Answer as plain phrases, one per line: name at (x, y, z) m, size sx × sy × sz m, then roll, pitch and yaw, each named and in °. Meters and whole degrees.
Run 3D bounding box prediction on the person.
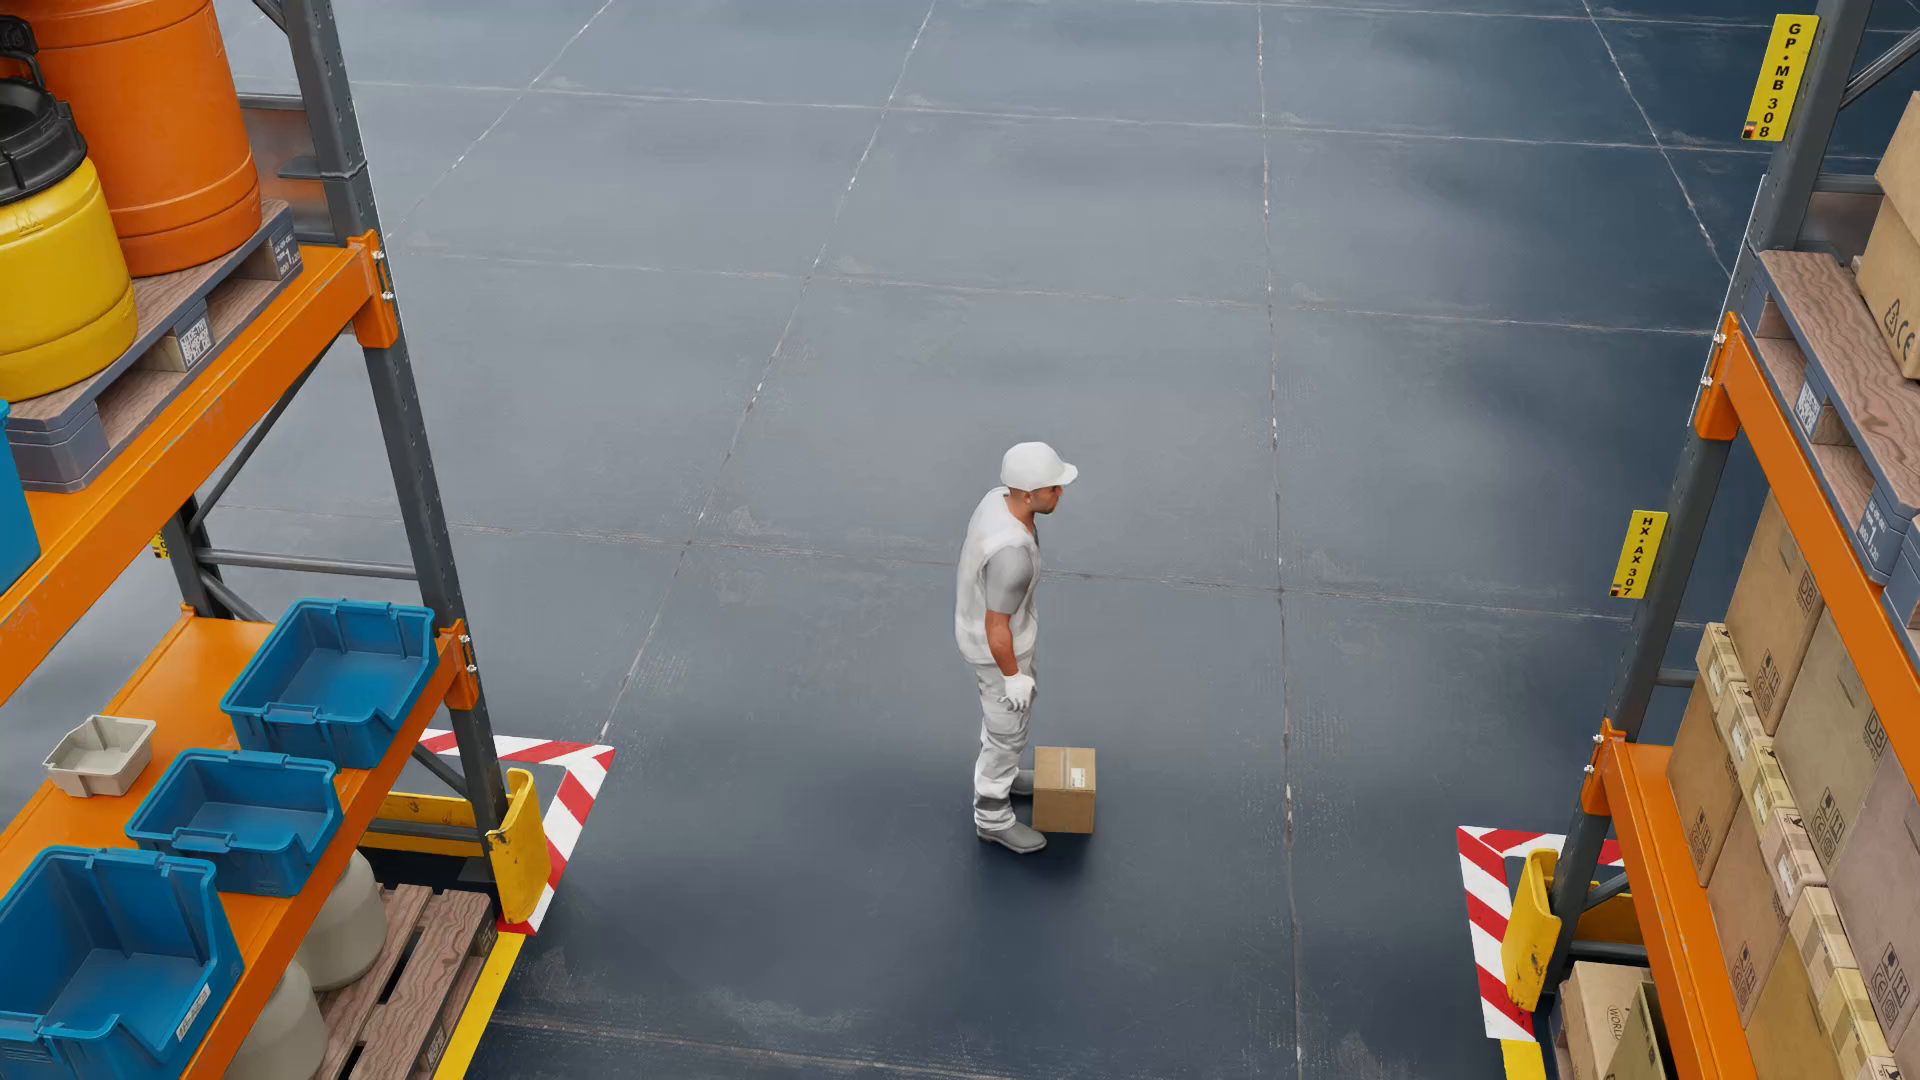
person at (0.206, 0.390, 6.486) m, size 0.445 × 1.781 × 0.622 m, roll 3°, pitch 36°, yaw 4°
